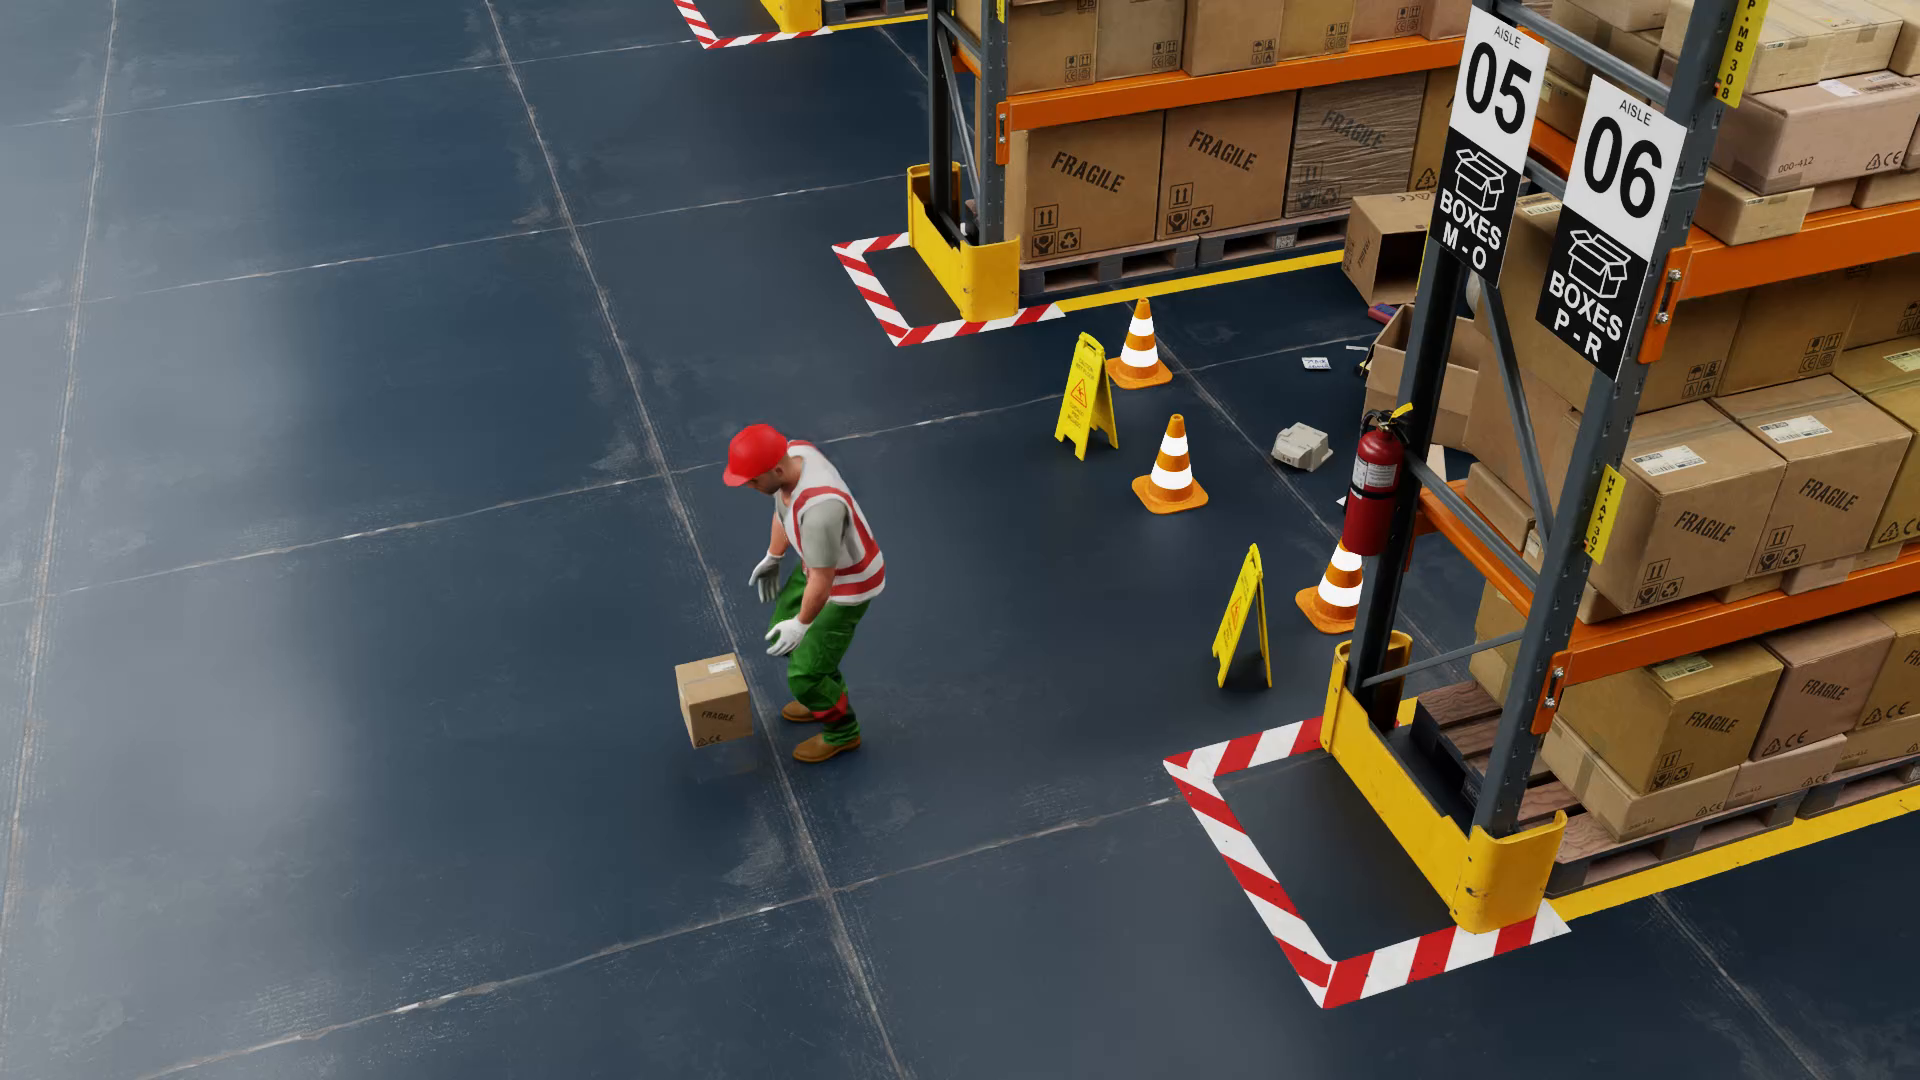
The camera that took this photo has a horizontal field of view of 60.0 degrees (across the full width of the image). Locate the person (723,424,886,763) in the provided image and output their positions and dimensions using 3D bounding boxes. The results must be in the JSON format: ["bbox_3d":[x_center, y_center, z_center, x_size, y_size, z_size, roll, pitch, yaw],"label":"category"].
[{"bbox_3d":[-0.598,0.199,6.639,0.602,1.627,0.568,-12,39,-15],"label":"person"}]
